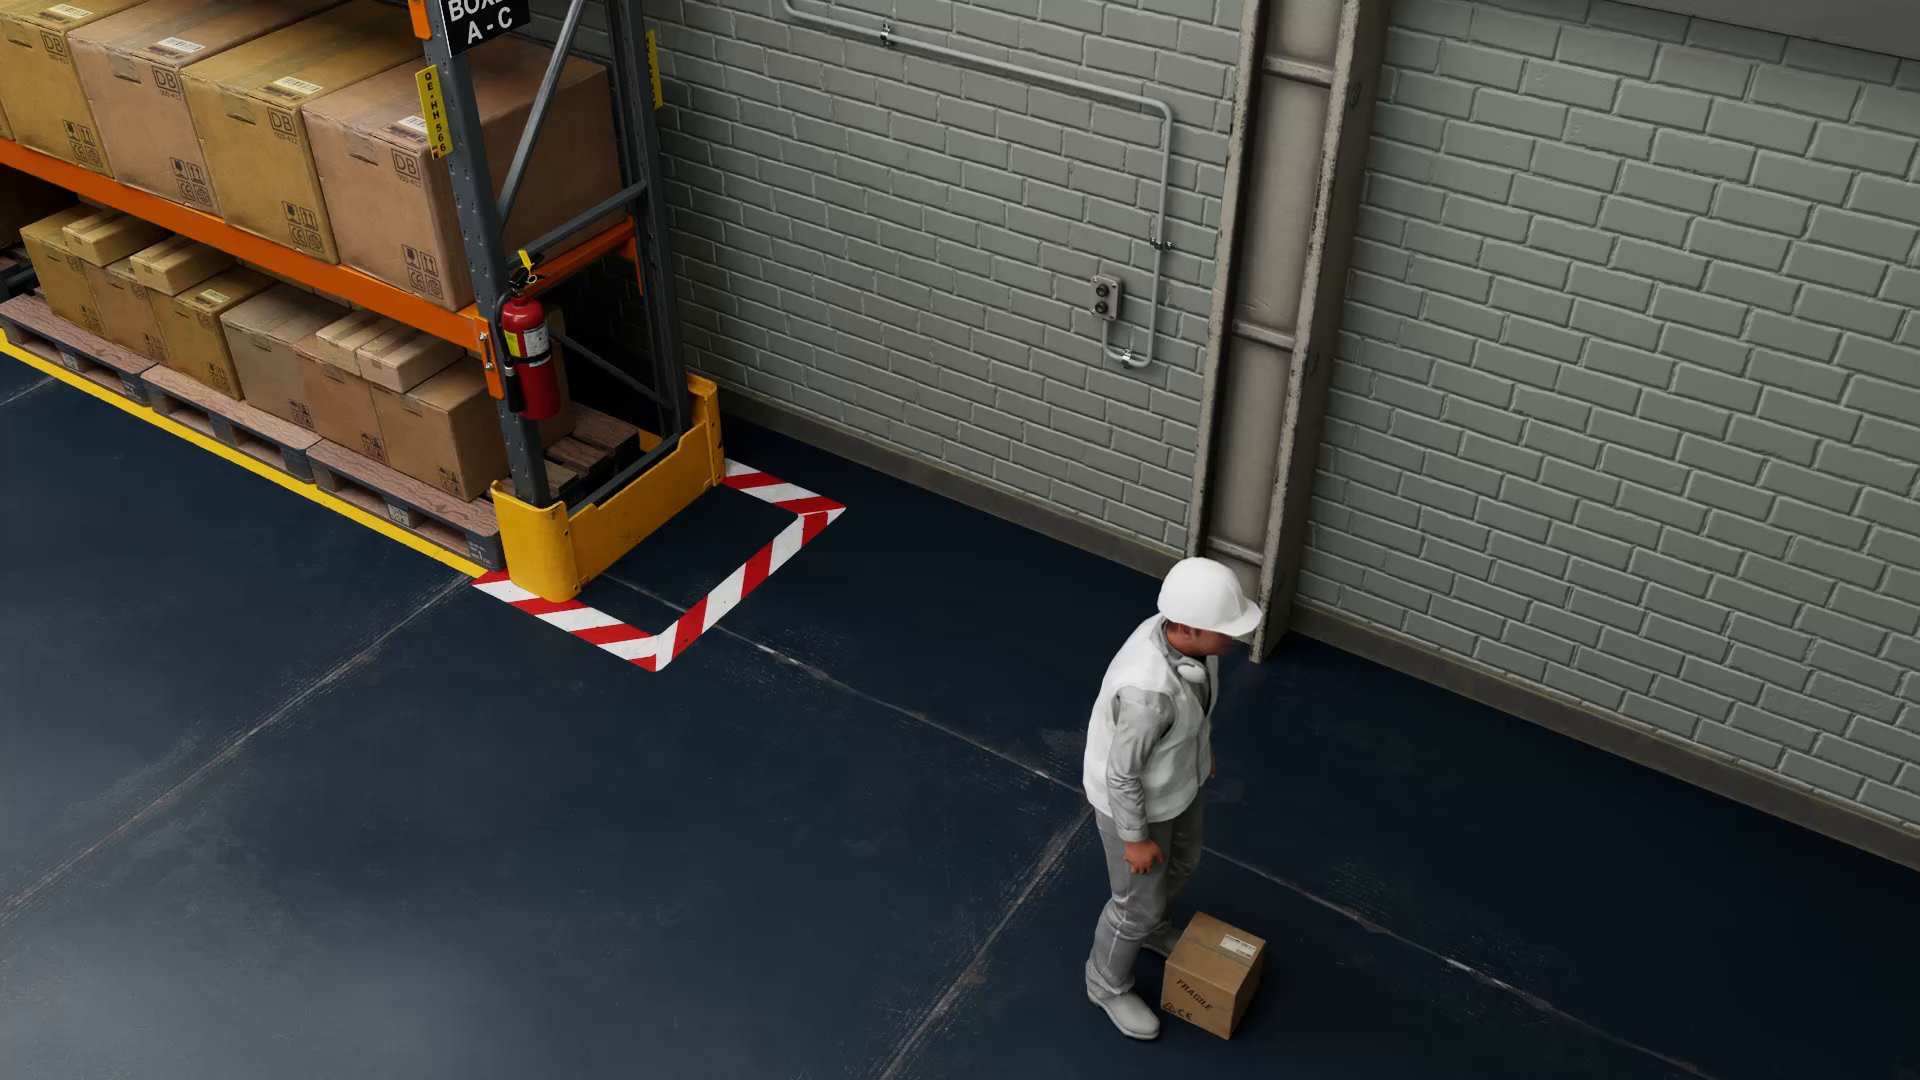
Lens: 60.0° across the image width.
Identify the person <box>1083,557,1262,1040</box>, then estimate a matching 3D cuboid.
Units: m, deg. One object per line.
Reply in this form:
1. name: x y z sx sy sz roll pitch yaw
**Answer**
1. person: 0.623 0.760 5.163 0.459 1.773 0.590 20 42 23
